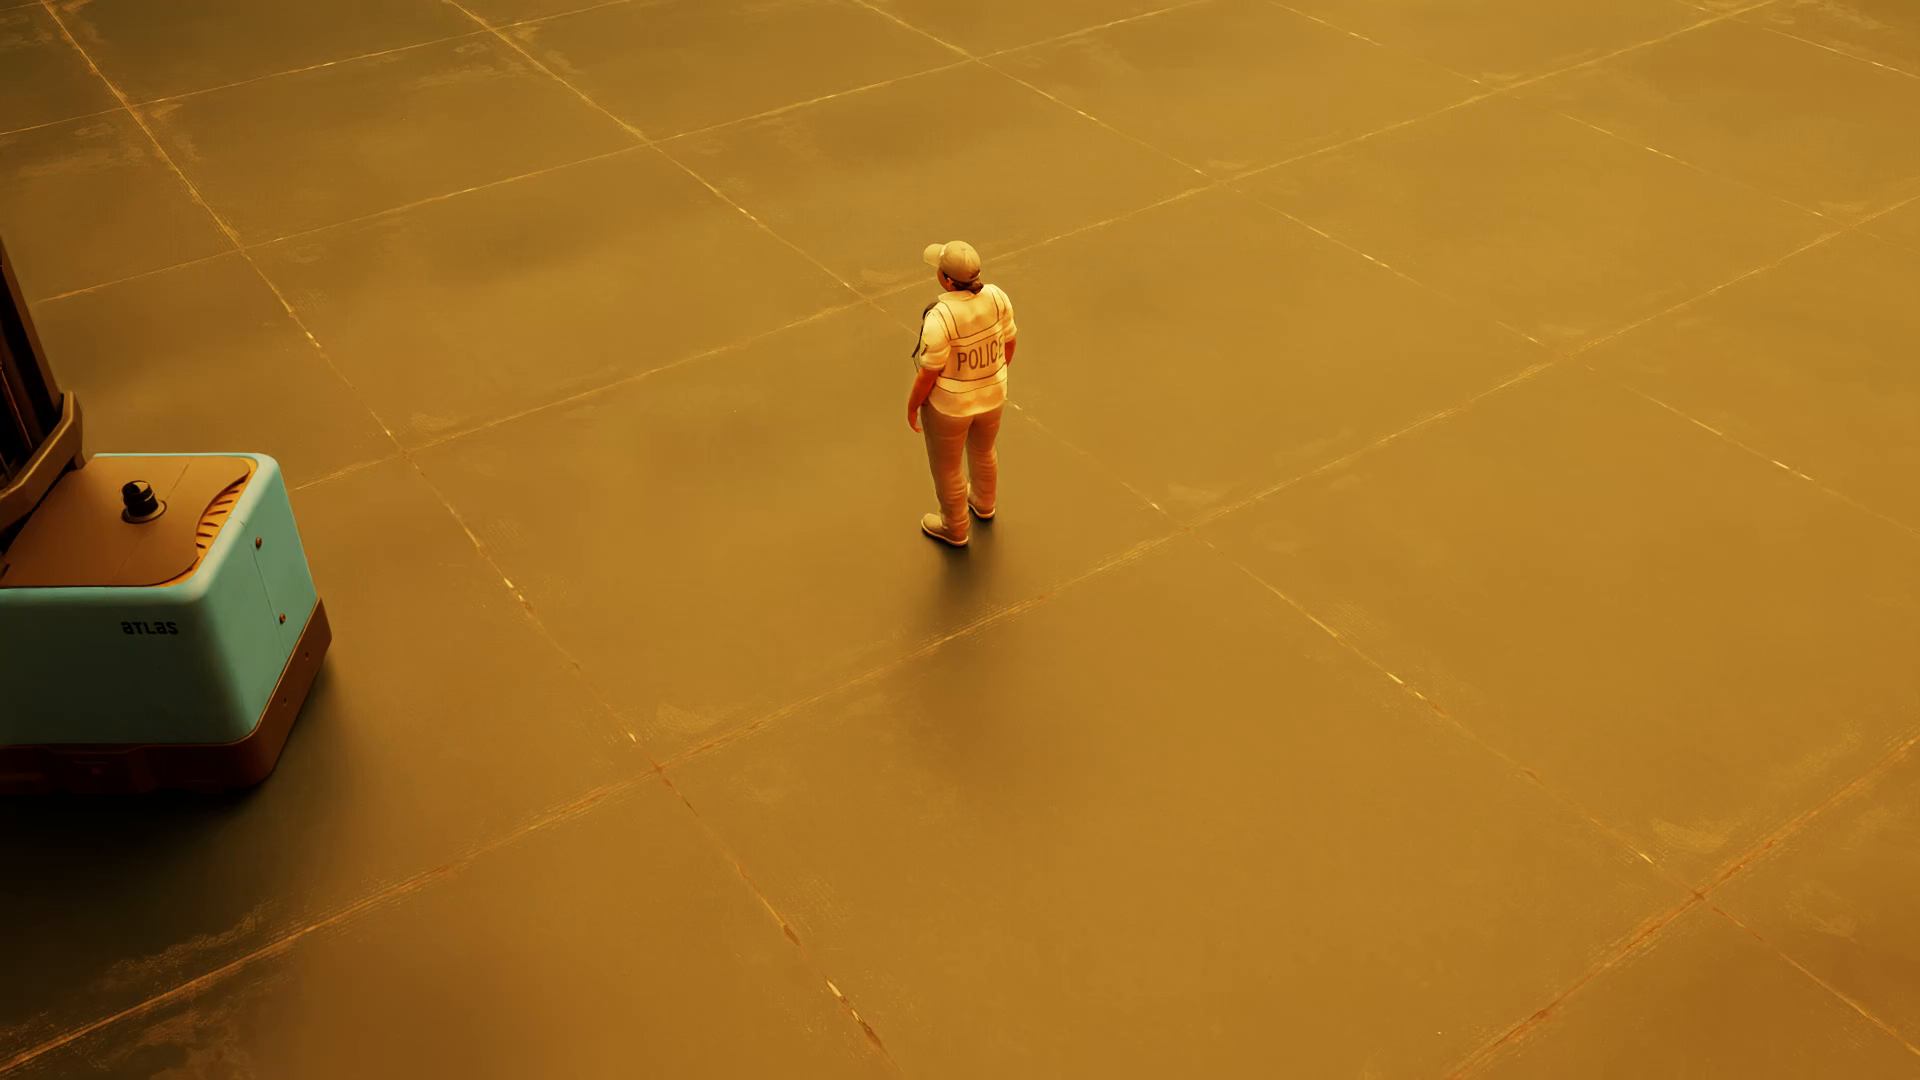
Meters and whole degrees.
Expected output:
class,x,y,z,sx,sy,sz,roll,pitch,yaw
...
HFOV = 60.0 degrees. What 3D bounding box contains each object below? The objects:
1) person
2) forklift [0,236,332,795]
class,x,y,z,sx,sy,sz,roll,pitch,yaw
person,-0.026,-0.721,7.972,0.598,1.670,0.527,-23,42,-28
forklift,-4.408,-0.399,6.484,3.031,2.935,1.130,0,36,0
